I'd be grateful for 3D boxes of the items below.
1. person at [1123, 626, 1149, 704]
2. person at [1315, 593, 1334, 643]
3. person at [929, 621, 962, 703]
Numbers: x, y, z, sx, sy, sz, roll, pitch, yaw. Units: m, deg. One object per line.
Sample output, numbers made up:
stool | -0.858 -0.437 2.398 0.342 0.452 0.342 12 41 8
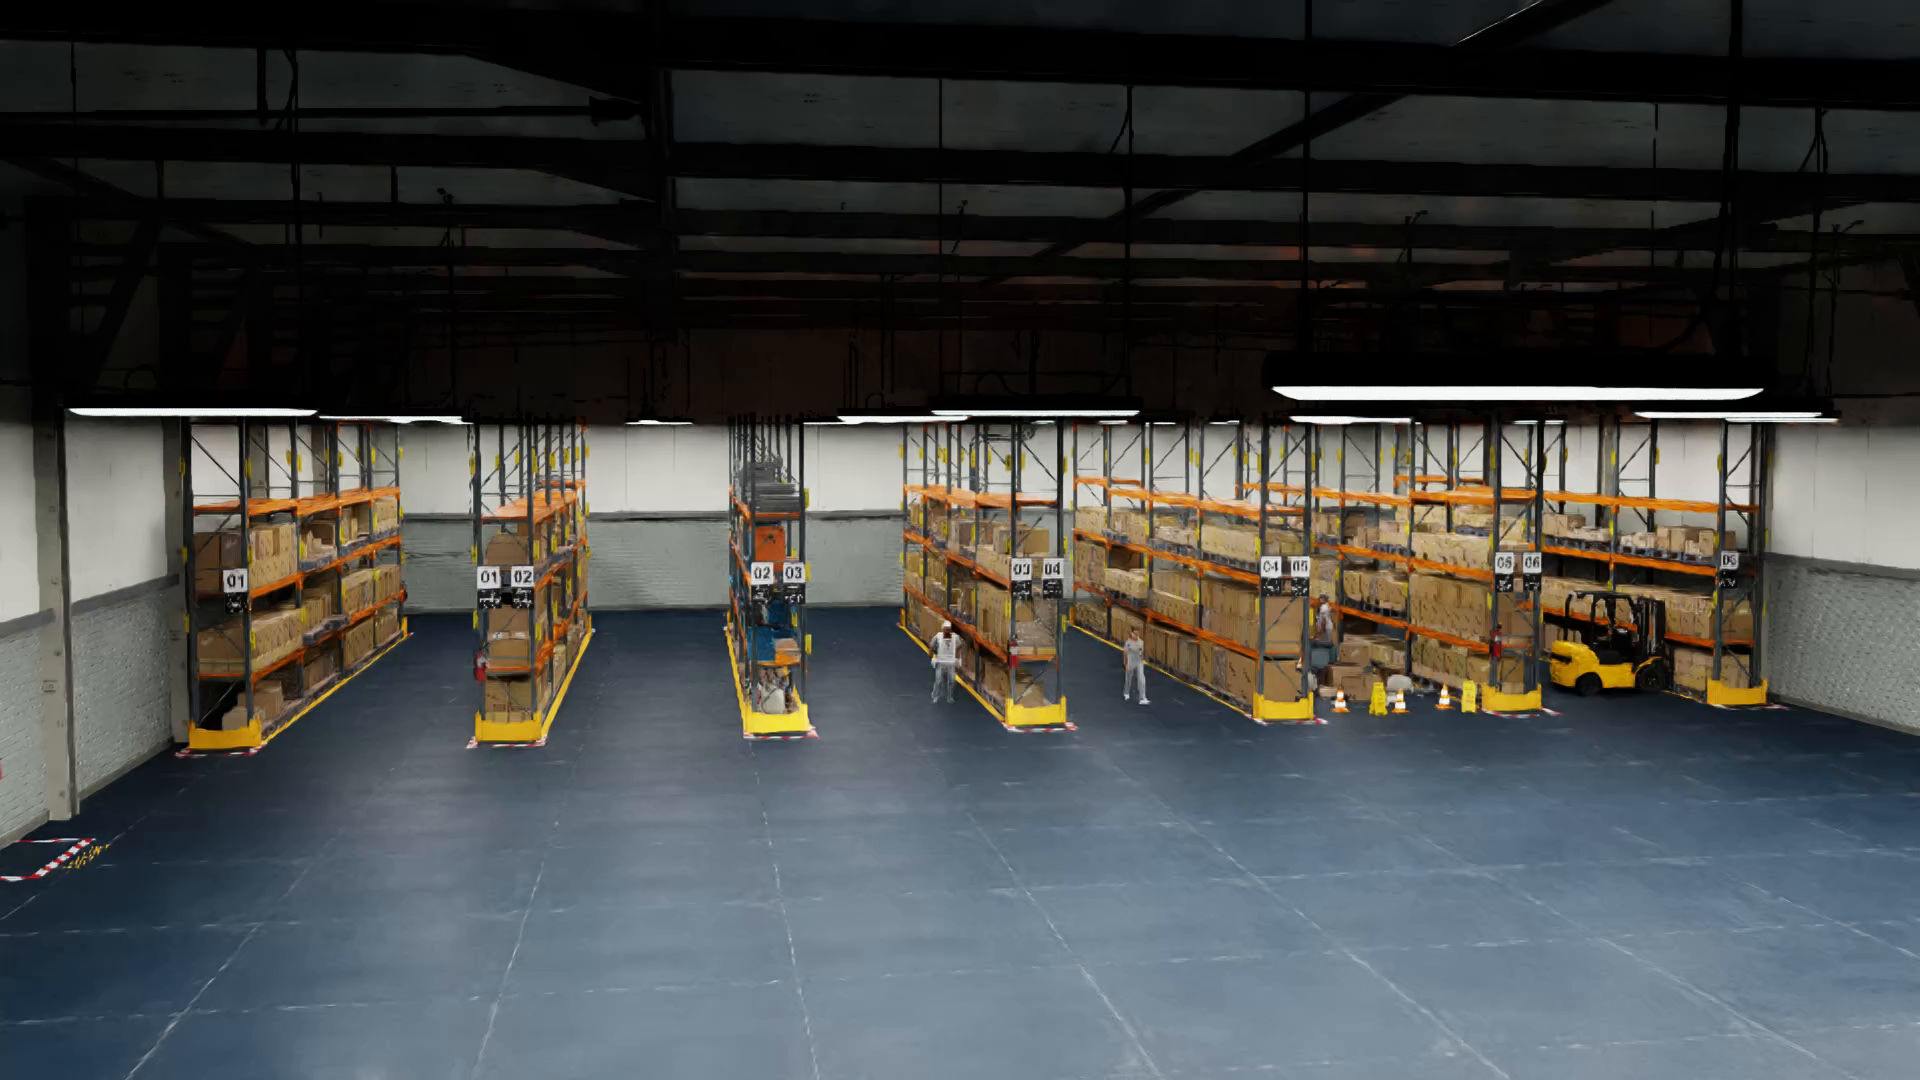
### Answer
person | 3.605 2.567 34.472 0.445 1.590 1.110 0 4 -7
person | 8.651 2.140 39.641 0.593 1.743 0.652 1 4 16
person | -0.294 2.525 34.396 0.702 1.735 0.549 -1 4 -11
